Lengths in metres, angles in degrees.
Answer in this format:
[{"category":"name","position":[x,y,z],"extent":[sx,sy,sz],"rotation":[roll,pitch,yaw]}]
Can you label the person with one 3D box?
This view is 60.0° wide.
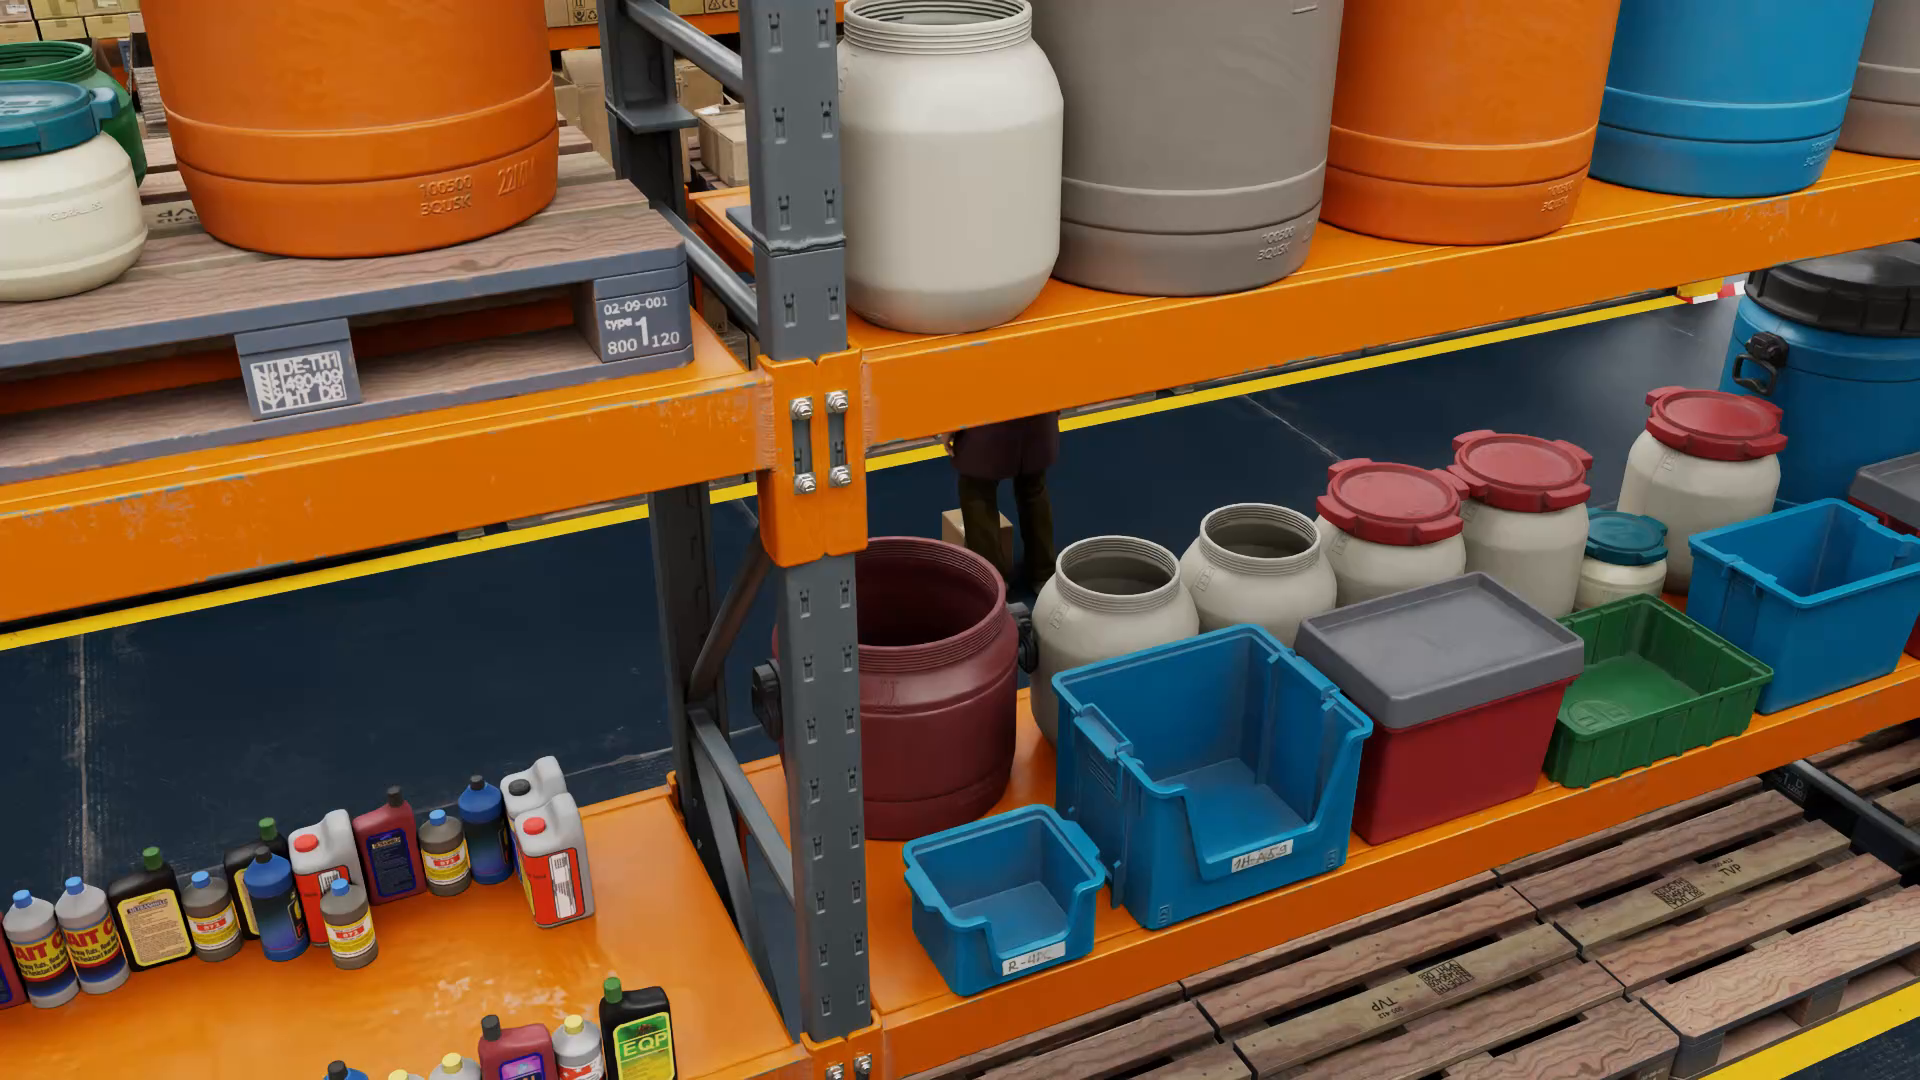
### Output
[{"category":"person","position":[0.188,-0.545,7.126],"extent":[0.644,1.772,0.429],"rotation":[-15,32,-25]}]
